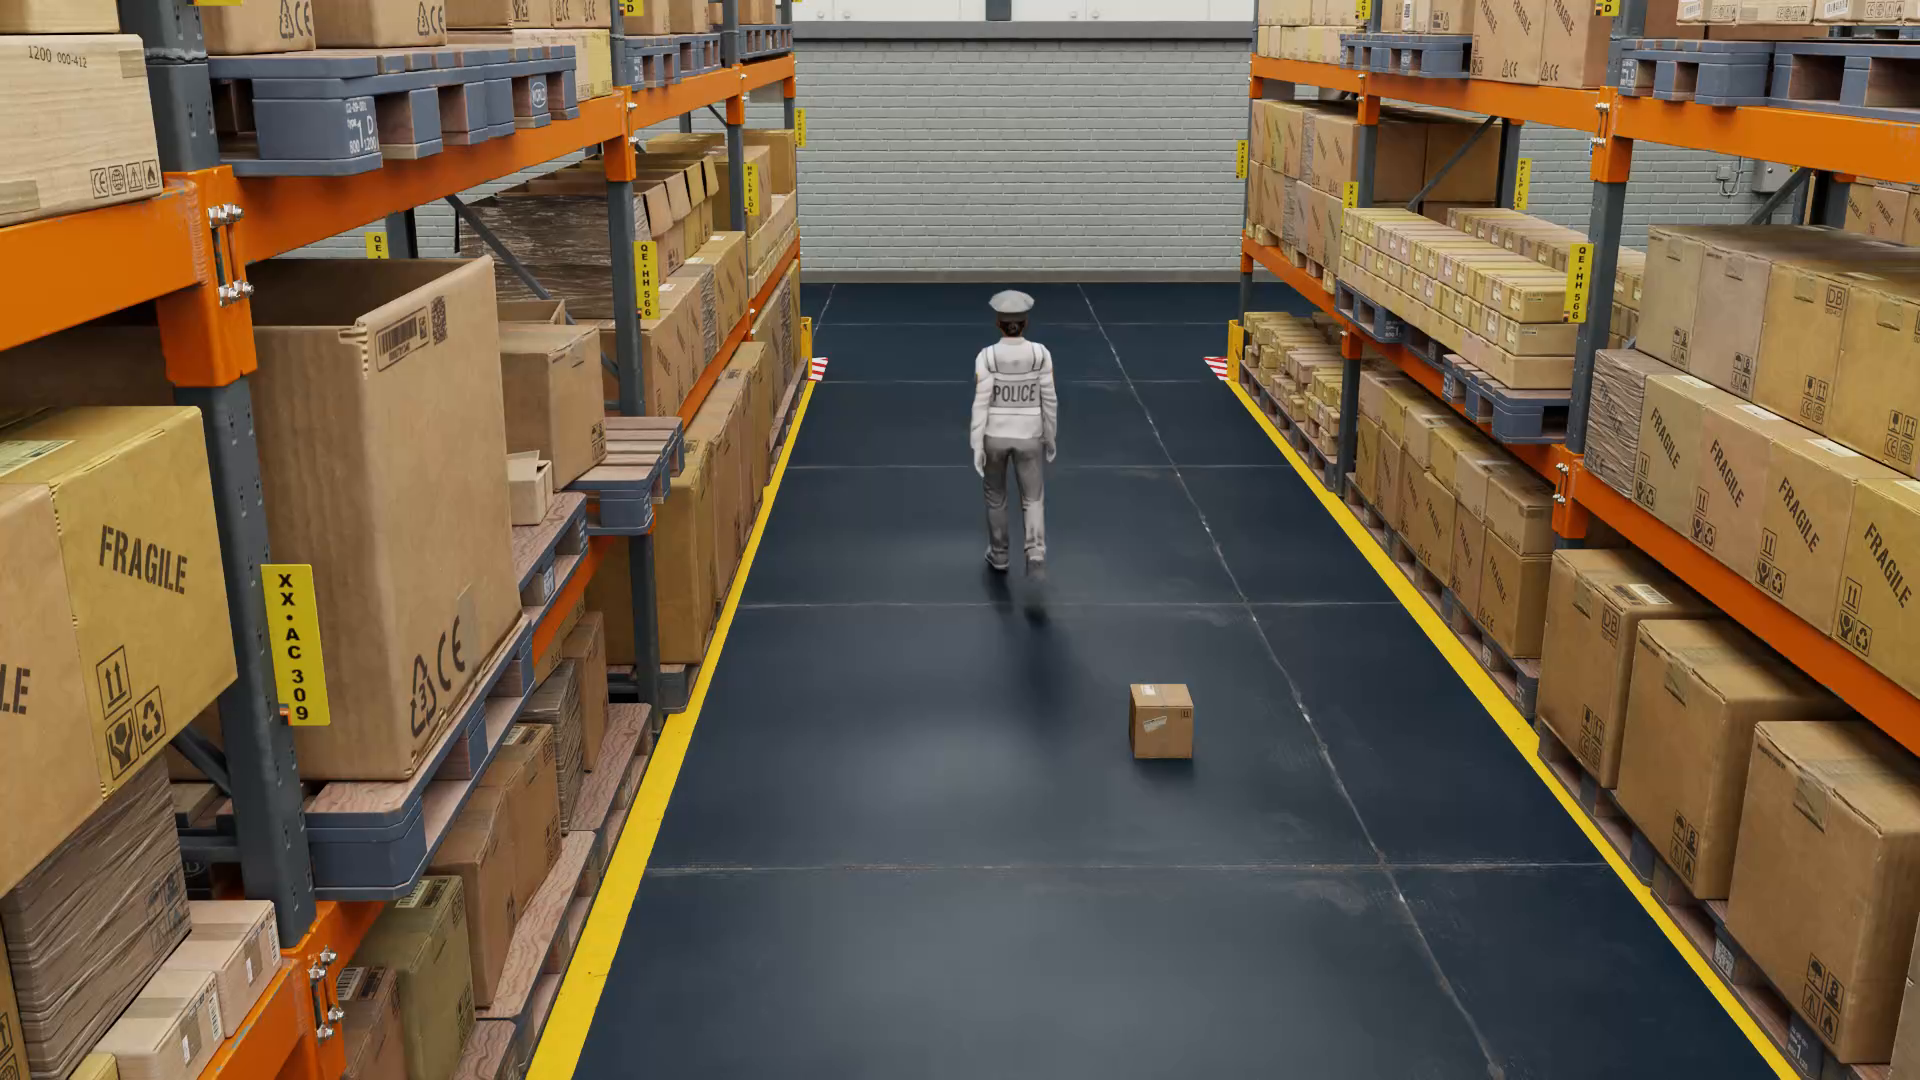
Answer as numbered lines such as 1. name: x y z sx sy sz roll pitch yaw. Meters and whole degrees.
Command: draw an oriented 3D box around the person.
1. person: 0.304 -0.564 9.290 0.500 1.637 0.878 -1 17 -3
